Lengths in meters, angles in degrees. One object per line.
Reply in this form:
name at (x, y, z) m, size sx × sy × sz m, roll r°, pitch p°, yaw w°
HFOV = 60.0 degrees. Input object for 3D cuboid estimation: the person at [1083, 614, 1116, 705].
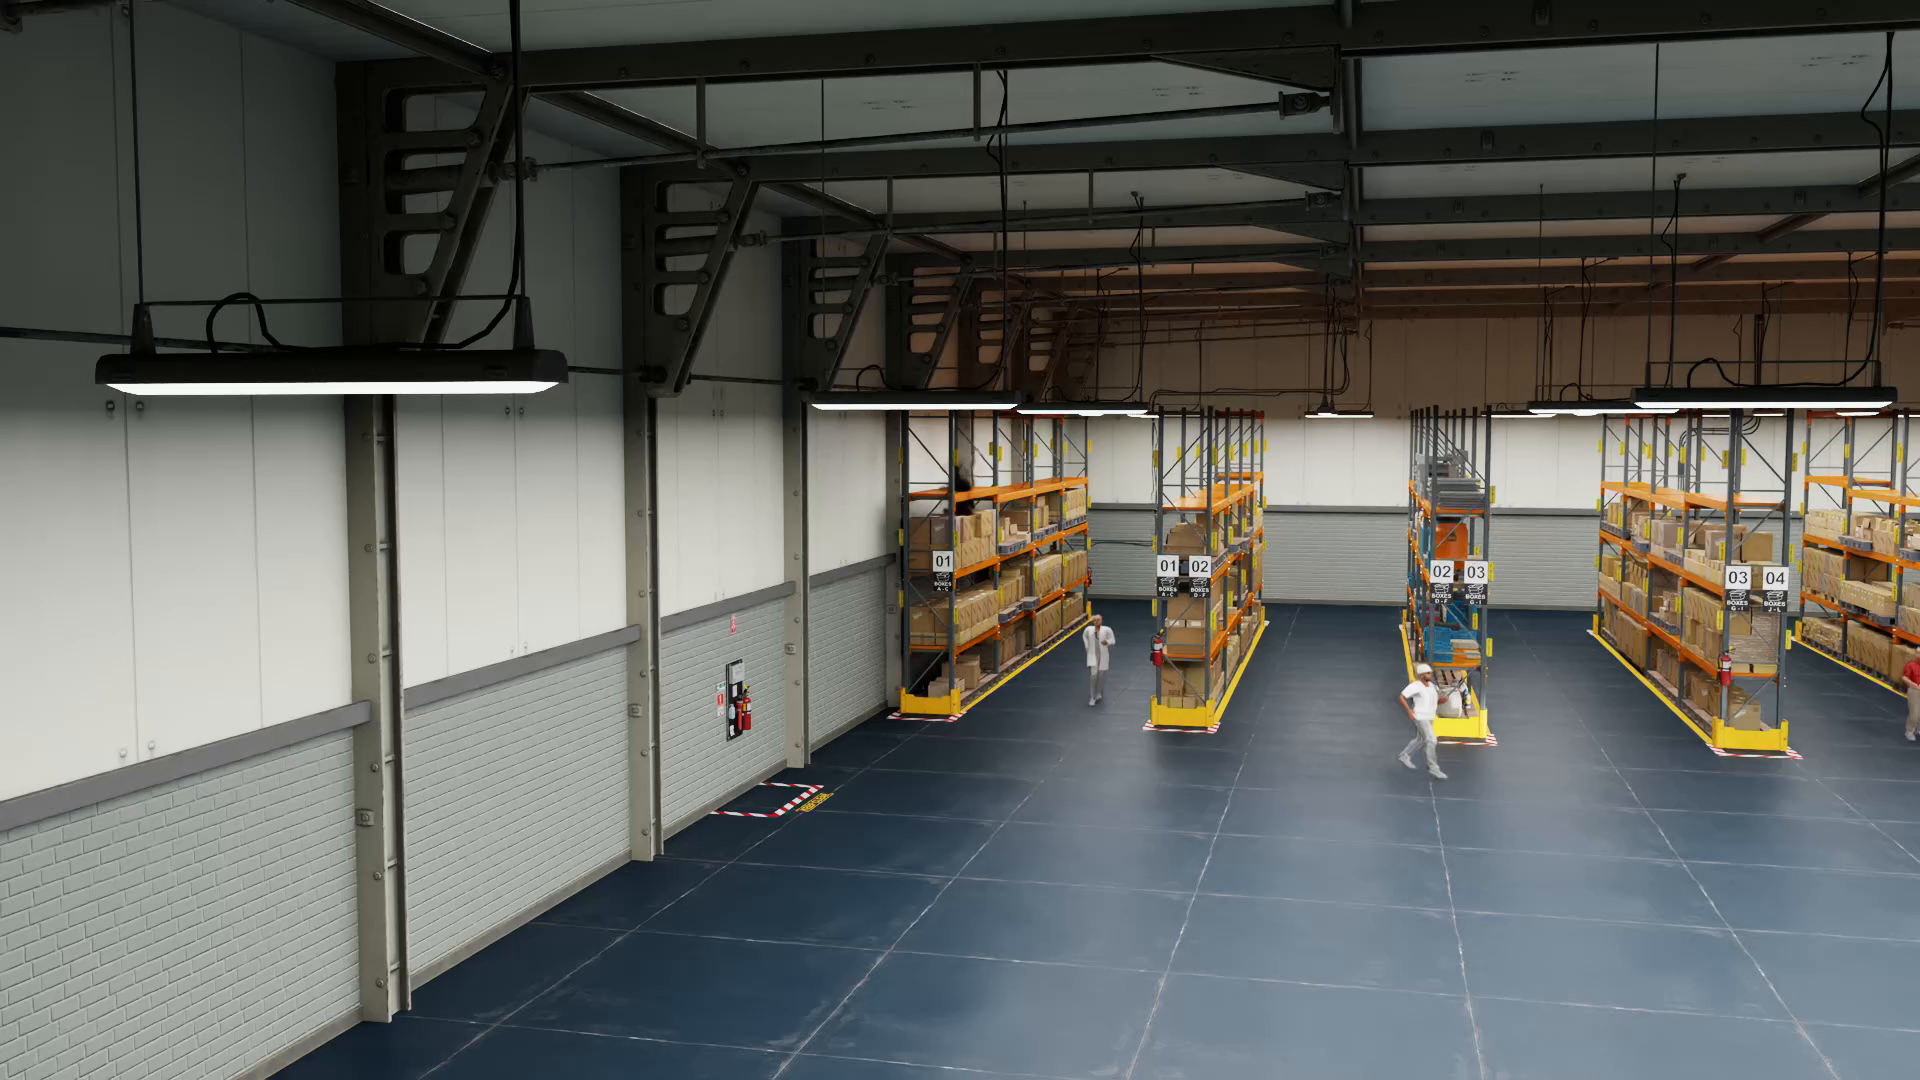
person at (2.822, 2.431, 33.764) m, size 0.666 × 1.857 × 0.847 m, roll 0°, pitch 4°, yaw 6°

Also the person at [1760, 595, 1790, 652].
person at (20.143, 1.906, 41.178) m, size 0.711 × 1.777 × 1.169 m, roll 1°, pitch 4°, yaw 14°

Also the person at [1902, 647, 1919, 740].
person at (17.195, 2.753, 29.713) m, size 0.688 × 1.688 × 0.718 m, roll 1°, pitch 4°, yaw 10°

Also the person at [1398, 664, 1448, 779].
person at (7.486, 2.893, 26.817) m, size 0.919 × 1.788 × 0.688 m, roll 4°, pitch 5°, yaw 42°
